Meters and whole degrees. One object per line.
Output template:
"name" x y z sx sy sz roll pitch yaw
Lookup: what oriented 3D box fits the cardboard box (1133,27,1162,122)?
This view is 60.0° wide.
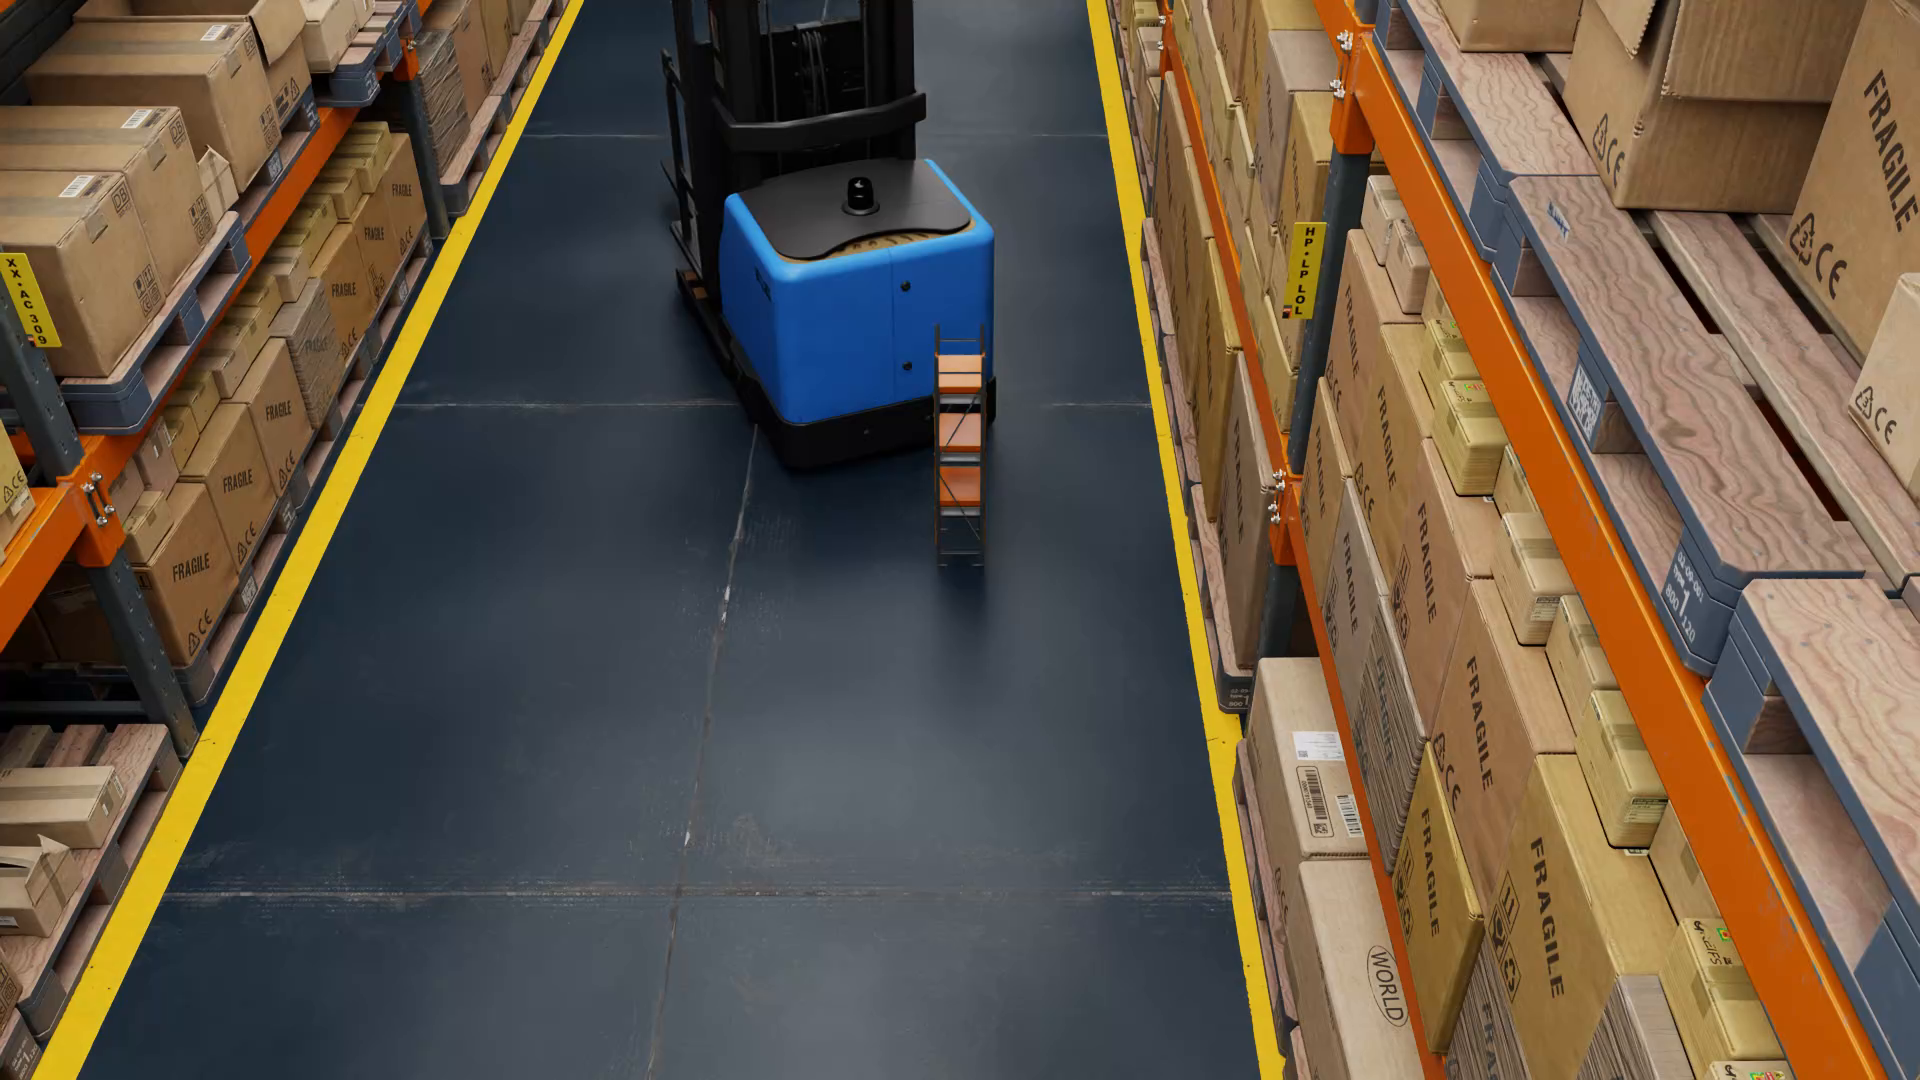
"cardboard box" 1.574 -2.846 10.168 0.950 0.372 0.625 -1 39 -1

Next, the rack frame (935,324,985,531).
"rack frame" 0.000 -0.453 6.975 0.200 1.050 0.008 0 39 0

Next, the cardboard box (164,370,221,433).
"cardboard box" -3.223 -0.557 6.690 0.380 0.149 0.250 -1 39 -1

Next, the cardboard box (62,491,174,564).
"cardboard box" -3.120 -0.052 6.060 0.380 0.149 0.250 2 39 2

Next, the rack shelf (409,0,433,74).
"rack shelf" -3.392 -3.857 10.239 1.077 0.370 4.000 0 39 0

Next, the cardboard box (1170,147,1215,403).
"cardboard box" 1.488 -1.238 7.759 0.875 0.875 0.875 0 39 1

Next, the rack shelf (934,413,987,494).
"rack shelf" 0.000 -0.368 6.887 0.215 0.259 0.240 0 39 0

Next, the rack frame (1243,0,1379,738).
"rack frame" 1.578 -0.391 5.340 1.000 3.000 0.127 0 39 0

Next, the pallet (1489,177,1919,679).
"pallet" 1.567 -0.255 2.841 1.003 0.211 1.213 0 39 0

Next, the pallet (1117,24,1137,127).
"pallet" 1.576 -3.054 10.892 1.003 0.211 1.213 0 39 0

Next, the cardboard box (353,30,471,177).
"cardboard box" -3.377 -2.514 9.552 0.875 0.625 0.625 1 39 1

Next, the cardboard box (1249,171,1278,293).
"cardboard box" 1.327 -1.116 5.964 0.500 0.250 0.500 1 39 1

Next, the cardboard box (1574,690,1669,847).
"cardboard box" 1.326 0.406 2.947 0.380 0.149 0.250 1 39 1

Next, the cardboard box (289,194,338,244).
"cardboard box" -3.194 -1.519 7.891 0.380 0.149 0.250 1 39 1

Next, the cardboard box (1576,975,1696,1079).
"cardboard box" 1.314 1.053 2.658 0.500 0.500 0.500 0 39 0

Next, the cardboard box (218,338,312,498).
"cardboard box" -3.168 -0.522 7.165 0.500 0.500 0.500 -1 39 -1

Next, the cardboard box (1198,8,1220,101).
"cardboard box" 1.315 -2.077 7.164 0.500 0.250 0.500 0 39 0

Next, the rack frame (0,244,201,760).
"rack frame" -3.385 -0.385 5.332 1.000 3.000 0.127 0 39 0

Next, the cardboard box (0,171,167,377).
"cardboard box" -3.162 -0.891 5.547 0.700 0.500 0.500 1 39 1

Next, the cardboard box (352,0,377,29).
"cardboard box" -3.006 -2.542 7.889 0.380 0.149 0.250 1 39 1

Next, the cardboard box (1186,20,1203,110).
"cardboard box" 1.341 -2.207 7.725 0.500 0.250 0.500 -1 39 -1

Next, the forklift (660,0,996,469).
"forklift" -0.855 -2.391 7.890 1.130 2.935 3.031 -14 41 -17

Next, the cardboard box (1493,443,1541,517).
"cardboard box" 1.371 -0.077 3.550 0.380 0.149 0.250 0 39 0

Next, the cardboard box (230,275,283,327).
"cardboard box" -3.213 -1.037 7.289 0.380 0.149 0.250 0 39 0

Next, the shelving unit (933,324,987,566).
"shelving unit" 0.000 -0.376 6.880 0.215 1.050 0.252 0 39 0

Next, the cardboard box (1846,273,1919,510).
"cardboard box" 1.631 -0.165 2.314 0.500 0.311 0.500 1 39 1

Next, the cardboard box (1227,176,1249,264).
"cardboard box" 1.345 -1.247 6.528 0.500 0.250 0.500 -1 39 -1

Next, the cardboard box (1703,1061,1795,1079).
"cardboard box" 1.273 0.883 2.351 0.380 0.149 0.250 0 39 0

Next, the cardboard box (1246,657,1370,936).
"cardboard box" 1.472 0.837 5.520 0.875 0.438 0.875 -1 39 -1

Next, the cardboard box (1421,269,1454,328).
"cardboard box" 1.378 -0.556 4.147 0.380 0.149 0.250 0 39 -1

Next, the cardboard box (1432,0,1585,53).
"cardboard box" 1.369 -1.436 3.749 0.500 0.500 0.500 1 39 1

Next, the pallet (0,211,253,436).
"pallet" -3.277 -0.810 6.016 1.003 0.211 1.213 0 39 0

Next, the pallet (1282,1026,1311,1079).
"pallet" 1.505 1.937 4.664 1.003 0.211 1.213 0 39 0

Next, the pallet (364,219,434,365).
"pallet" -3.427 -1.332 8.743 1.003 0.211 1.213 0 39 0

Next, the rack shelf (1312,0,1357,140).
"rack shelf" 1.576 -2.532 6.187 1.077 0.370 4.000 0 39 0

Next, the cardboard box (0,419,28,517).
"cardboard box" -3.141 -0.125 4.889 0.500 0.250 0.500 1 39 1

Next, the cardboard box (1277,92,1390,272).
"cardboard box" 1.327 -1.100 5.344 0.500 0.500 0.500 1 39 1

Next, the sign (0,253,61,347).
"sign" -2.843 -0.728 5.068 0.100 0.325 0.005 0 39 0

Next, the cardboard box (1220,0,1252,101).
"cardboard box" 1.322 -2.064 6.547 0.500 0.500 0.500 1 39 1

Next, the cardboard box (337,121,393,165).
"cardboard box" -3.136 -2.020 8.516 0.380 0.149 0.250 -2 39 -2

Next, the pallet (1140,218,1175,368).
"pallet" 1.499 -1.312 8.718 1.003 0.211 1.213 0 39 0

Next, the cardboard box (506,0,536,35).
"cardboard box" -3.390 -3.814 11.174 0.875 0.625 0.625 0 39 0

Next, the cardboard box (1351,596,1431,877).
"cardboard box" 1.308 0.489 4.161 0.500 0.500 0.500 0 39 0

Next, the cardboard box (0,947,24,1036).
"cardboard box" -3.250 1.361 4.816 0.700 0.500 0.500 -1 39 -2

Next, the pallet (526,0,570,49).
"pallet" -3.355 -3.839 11.872 1.003 0.211 1.213 0 39 0

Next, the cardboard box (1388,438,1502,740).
"cardboard box" 1.320 0.114 3.830 0.500 0.500 0.500 1 39 1

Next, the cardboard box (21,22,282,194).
"cardboard box" -3.164 -1.706 6.564 0.700 0.500 0.500 0 39 0

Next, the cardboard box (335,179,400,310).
"cardboard box" -3.185 -1.498 8.384 0.500 0.500 0.500 -1 39 -1
